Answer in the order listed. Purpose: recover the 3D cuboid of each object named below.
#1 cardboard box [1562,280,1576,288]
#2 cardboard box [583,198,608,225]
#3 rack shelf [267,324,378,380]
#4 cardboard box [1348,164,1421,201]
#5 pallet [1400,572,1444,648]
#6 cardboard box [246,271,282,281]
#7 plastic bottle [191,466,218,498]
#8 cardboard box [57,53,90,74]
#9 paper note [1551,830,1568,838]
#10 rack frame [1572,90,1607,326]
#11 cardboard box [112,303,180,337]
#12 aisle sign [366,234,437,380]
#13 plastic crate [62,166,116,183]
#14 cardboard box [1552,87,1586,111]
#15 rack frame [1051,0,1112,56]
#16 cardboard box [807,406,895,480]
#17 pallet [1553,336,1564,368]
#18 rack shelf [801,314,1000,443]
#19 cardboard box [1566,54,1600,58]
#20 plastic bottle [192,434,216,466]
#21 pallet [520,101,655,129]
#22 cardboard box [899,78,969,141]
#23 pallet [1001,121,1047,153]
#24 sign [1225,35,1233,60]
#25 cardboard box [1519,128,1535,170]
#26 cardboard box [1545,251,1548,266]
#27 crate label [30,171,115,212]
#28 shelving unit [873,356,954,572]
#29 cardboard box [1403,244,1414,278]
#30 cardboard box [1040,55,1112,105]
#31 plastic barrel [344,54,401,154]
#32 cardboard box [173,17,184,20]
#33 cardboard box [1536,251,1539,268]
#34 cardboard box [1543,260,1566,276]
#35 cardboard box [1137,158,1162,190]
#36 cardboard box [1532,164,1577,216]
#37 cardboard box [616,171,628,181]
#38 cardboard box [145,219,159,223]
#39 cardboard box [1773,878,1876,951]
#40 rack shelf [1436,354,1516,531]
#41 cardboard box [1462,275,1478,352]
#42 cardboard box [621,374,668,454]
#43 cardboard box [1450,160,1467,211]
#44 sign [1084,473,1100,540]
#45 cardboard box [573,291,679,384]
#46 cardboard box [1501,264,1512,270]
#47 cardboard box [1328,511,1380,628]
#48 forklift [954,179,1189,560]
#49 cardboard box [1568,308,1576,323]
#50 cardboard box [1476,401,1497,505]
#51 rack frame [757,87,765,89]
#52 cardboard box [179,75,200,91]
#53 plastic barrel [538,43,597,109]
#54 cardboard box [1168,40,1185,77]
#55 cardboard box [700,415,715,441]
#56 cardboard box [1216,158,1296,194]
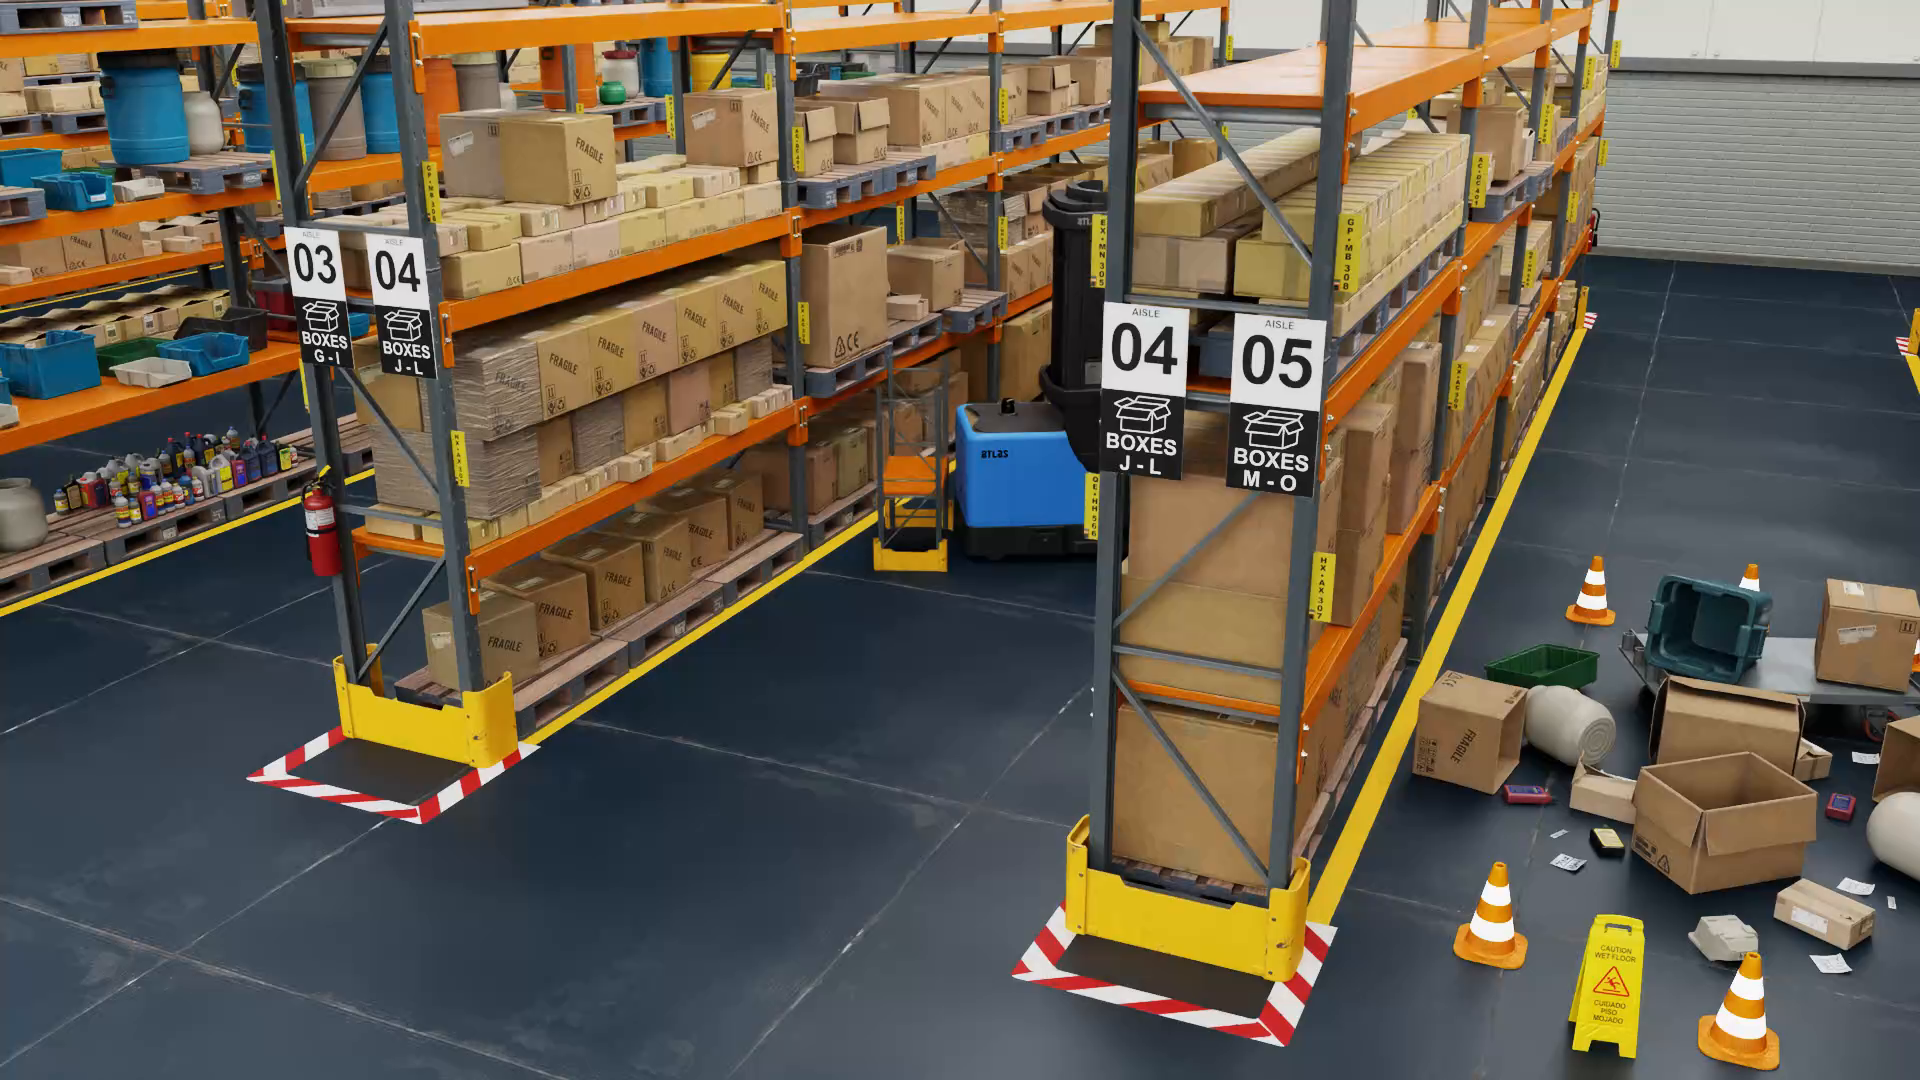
[{"bbox_3d":[7.693,-3.250,21.372,0.380,0.149,0.250,9,21,23],"label":"cardboard box"},{"bbox_3d":[-2.470,-2.108,10.572,0.380,0.149,0.250,8,21,20],"label":"cardboard box"},{"bbox_3d":[-5.419,-2.307,17.053,1.077,0.370,4.000,9,21,23],"label":"rack shelf"},{"bbox_3d":[2.180,-1.861,8.659,0.380,0.149,0.250,9,21,23],"label":"cardboard box"},{"bbox_3d":[3.012,0.424,12.462,1.003,0.211,1.213,9,21,23],"label":"pallet"},{"bbox_3d":[-8.948,-3.286,21.806,0.500,0.500,0.500,9,22,25],"label":"cardboard box"},{"bbox_3d":[-6.519,-0.516,14.351,0.152,0.276,0.135,9,21,24],"label":"plastic bottle"},{"bbox_3d":[-12.893,-6.930,23.696,0.700,0.500,0.500,9,21,23],"label":"cardboard box"},{"bbox_3d":[3.359,1.647,9.322,0.123,0.001,0.032,-14,24,-33],"label":"paper note"},{"bbox_3d":[7.679,-4.312,21.617,1.000,3.000,0.127,9,21,23],"label":"rack frame"},{"bbox_3d":[-9.523,-2.597,19.435,0.500,0.311,0.500,8,21,22],"label":"cardboard box"},{"bbox_3d":[-3.109,-1.297,9.260,0.394,0.787,0.004,9,21,23],"label":"aisle sign"},{"bbox_3d":[-7.132,-2.903,13.495,0.336,0.188,0.450,9,21,23],"label":"plastic crate"},{"bbox_3d":[6.457,-4.782,17.938,0.500,0.250,0.500,9,22,24],"label":"cardboard box"},{"bbox_3d":[1.557,-6.627,19.174,1.000,3.000,0.127,9,21,23],"label":"rack frame"},{"bbox_3d":[-1.007,-0.884,15.051,0.700,0.500,0.500,7,21,18],"label":"cardboard box"},{"bbox_3d":[6.782,-2.360,20.289,1.003,0.211,1.213,9,21,23],"label":"pallet"},{"bbox_3d":[-0.900,-1.628,15.142,1.077,0.370,4.000,9,21,23],"label":"rack shelf"},{"bbox_3d":[7.640,-5.871,20.407,0.380,0.149,0.250,9,21,23],"label":"cardboard box"},{"bbox_3d":[-6.815,-0.784,14.994,0.144,0.351,0.185,9,21,23],"label":"plastic bottle"},{"bbox_3d":[-4.197,-4.802,18.801,1.003,0.211,1.213,9,21,23],"label":"pallet"},{"bbox_3d":[-0.248,-3.935,15.186,0.500,0.500,0.500,8,21,23],"label":"cardboard box"},{"bbox_3d":[0.134,-4.106,16.844,1.213,0.211,1.003,10,22,25],"label":"pallet"},{"bbox_3d":[3.684,-6.738,22.758,0.100,0.325,0.005,9,21,23],"label":"sign"},{"bbox_3d":[4.248,-3.122,13.151,0.500,0.311,0.500,9,21,23],"label":"cardboard box"},{"bbox_3d":[6.059,-3.020,17.733,0.380,0.149,0.250,8,21,21],"label":"cardboard box"},{"bbox_3d":[-6.808,-2.682,12.779,0.502,0.251,0.408,9,21,23],"label":"crate label"},{"bbox_3d":[-0.373,-0.638,13.525,0.587,1.500,1.083,1,20,3],"label":"shelving unit"},{"bbox_3d":[2.180,-1.485,8.791,0.380,0.149,0.250,9,21,23],"label":"cardboard box"},{"bbox_3d":[1.329,-5.280,19.087,0.700,0.500,0.500,9,22,24],"label":"cardboard box"},{"bbox_3d":[-5.692,-4.269,16.272,0.600,0.901,0.708,9,21,23],"label":"plastic barrel"},{"bbox_3d":[-11.927,-8.026,25.913,0.500,0.500,0.500,8,21,22],"label":"cardboard box"},{"bbox_3d":[5.631,-2.840,16.783,0.380,0.149,0.250,7,21,20],"label":"cardboard box"},{"bbox_3d":[6.455,-3.013,18.338,0.380,0.149,0.250,9,22,25],"label":"cardboard box"},{"bbox_3d":[2.195,-4.484,20.762,0.500,0.500,0.500,9,21,23],"label":"cardboard box"},{"bbox_3d":[6.448,-3.852,18.238,0.500,0.500,0.500,9,22,24],"label":"cardboard box"},{"bbox_3d":[-2.560,-2.507,11.695,0.380,0.149,0.250,8,21,22],"label":"cardboard box"},{"bbox_3d":[-12.509,-4.536,24.828,0.750,0.750,0.750,9,22,24],"label":"cardboard box"},{"bbox_3d":[4.378,1.893,8.424,0.250,0.149,0.380,-14,24,-33],"label":"cardboard box"},{"bbox_3d":[3.584,-0.916,13.142,1.077,0.370,4.000,9,21,23],"label":"rack shelf"},{"bbox_3d":[3.587,-1.781,12.857,0.700,0.500,0.500,8,21,22],"label":"cardboard box"},{"bbox_3d":[-2.552,-0.951,11.574,0.875,0.500,0.500,9,21,23],"label":"cardboard box"},{"bbox_3d":[2.797,-2.186,10.165,0.500,0.250,0.500,8,21,22],"label":"cardboard box"},{"bbox_3d":[0.637,-0.157,7.851,0.100,0.325,0.005,9,21,23],"label":"sign"},{"bbox_3d":[-2.269,-1.380,11.287,0.500,0.500,0.500,9,21,23],"label":"cardboard box"},{"bbox_3d":[4.876,-2.423,15.167,0.380,0.149,0.250,8,21,21],"label":"cardboard box"},{"bbox_3d":[1.787,0.064,9.089,0.875,0.550,0.550,9,21,23],"label":"cardboard box"},{"bbox_3d":[1.502,-1.407,13.550,3.031,2.935,1.130,-2,20,-5],"label":"forklift"},{"bbox_3d":[7.640,-2.885,21.231,0.380,0.149,0.250,9,22,24],"label":"cardboard box"},{"bbox_3d":[4.071,-0.830,14.558,1.050,0.750,0.750,8,21,22],"label":"cardboard box"},{"bbox_3d":[-2.962,-4.480,22.090,1.000,3.000,0.127,9,21,23],"label":"rack frame"},{"bbox_3d":[-9.252,-5.332,19.607,0.500,0.250,0.500,7,21,19],"label":"cardboard box"},{"bbox_3d":[-4.364,-5.244,18.494,0.600,0.830,0.708,9,21,23],"label":"plastic barrel"},{"bbox_3d":[2.523,-6.242,21.643,0.700,0.500,0.500,7,21,19],"label":"cardboard box"},{"bbox_3d":[-2.030,-0.837,12.222,0.380,0.149,0.250,9,21,23],"label":"cardboard box"},{"bbox_3d":[1.580,-1.952,8.914,0.380,0.149,0.250,9,21,23],"label":"cardboard box"}]
